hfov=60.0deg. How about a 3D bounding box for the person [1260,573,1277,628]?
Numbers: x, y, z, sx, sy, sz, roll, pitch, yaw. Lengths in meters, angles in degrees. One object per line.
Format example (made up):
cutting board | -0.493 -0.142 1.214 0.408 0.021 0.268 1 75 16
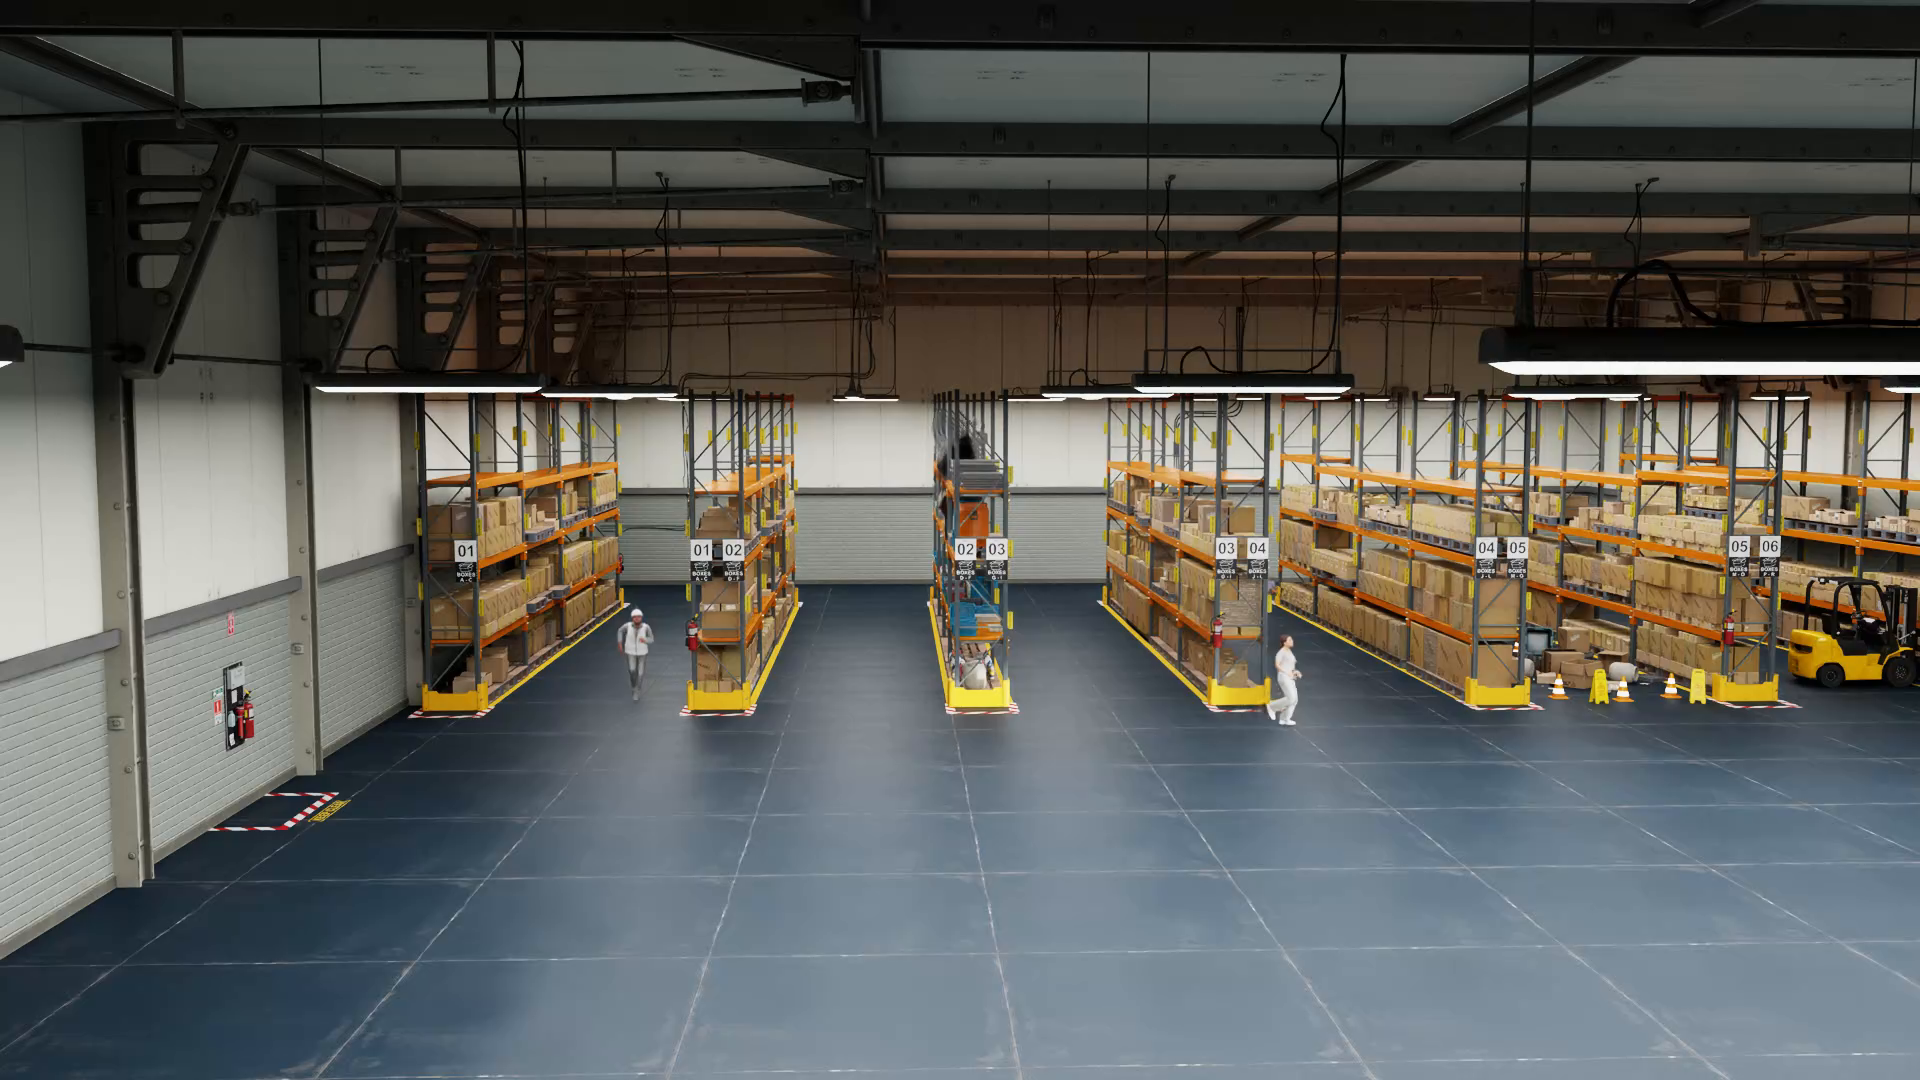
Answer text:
person | 7.535 1.555 41.278 0.593 1.561 0.838 -1 5 -6

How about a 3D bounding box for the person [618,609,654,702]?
person | -6.273 2.218 32.228 0.681 1.794 0.831 -1 5 -11

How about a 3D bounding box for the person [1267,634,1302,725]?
person | 5.790 2.487 29.717 0.558 1.623 0.553 3 5 31
